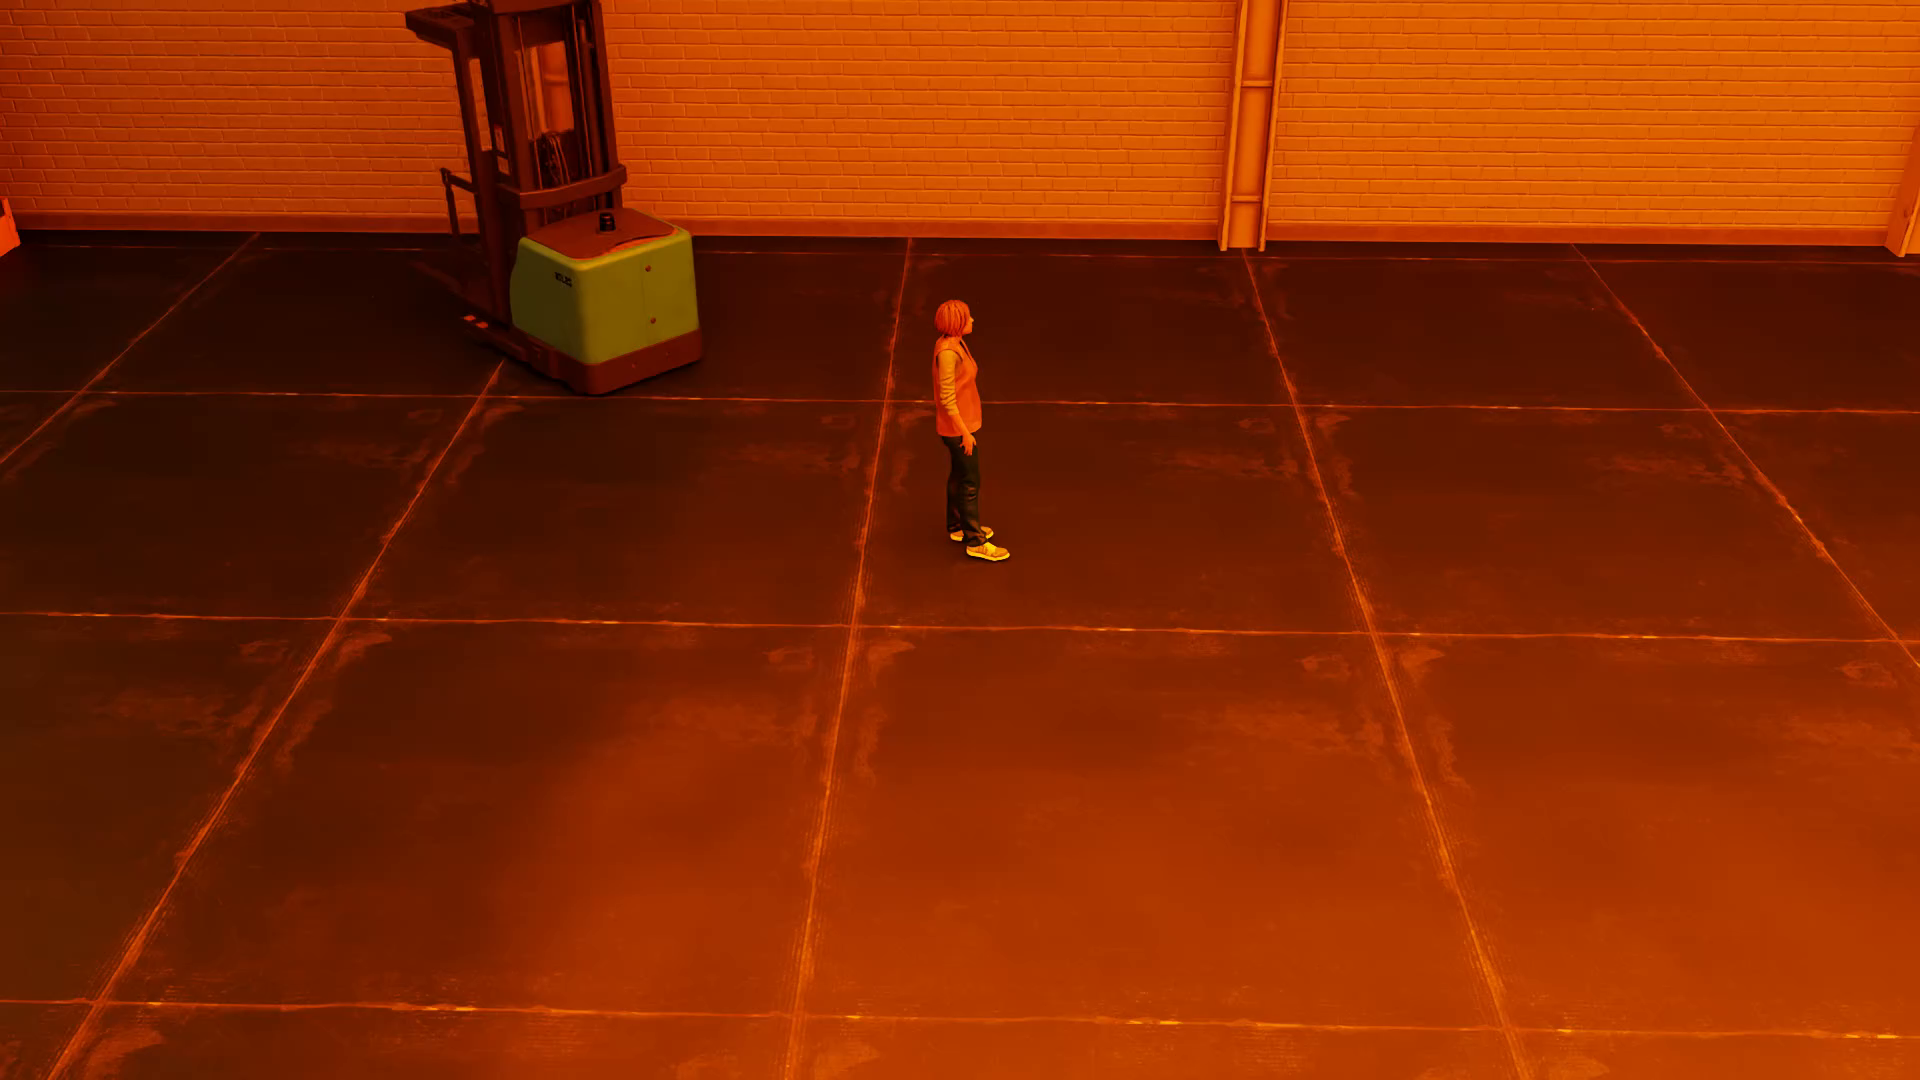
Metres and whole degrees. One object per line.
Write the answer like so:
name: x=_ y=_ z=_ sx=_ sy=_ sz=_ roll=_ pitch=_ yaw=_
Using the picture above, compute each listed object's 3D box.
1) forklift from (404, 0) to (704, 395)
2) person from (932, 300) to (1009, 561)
forklift: x=-3.353 y=-2.977 z=12.662 sx=1.130 sy=2.935 sz=3.031 roll=-26 pitch=39 yaw=-37
person: x=0.073 y=-0.686 z=10.077 sx=0.476 sy=1.597 sz=0.520 roll=1 pitch=31 yaw=1
